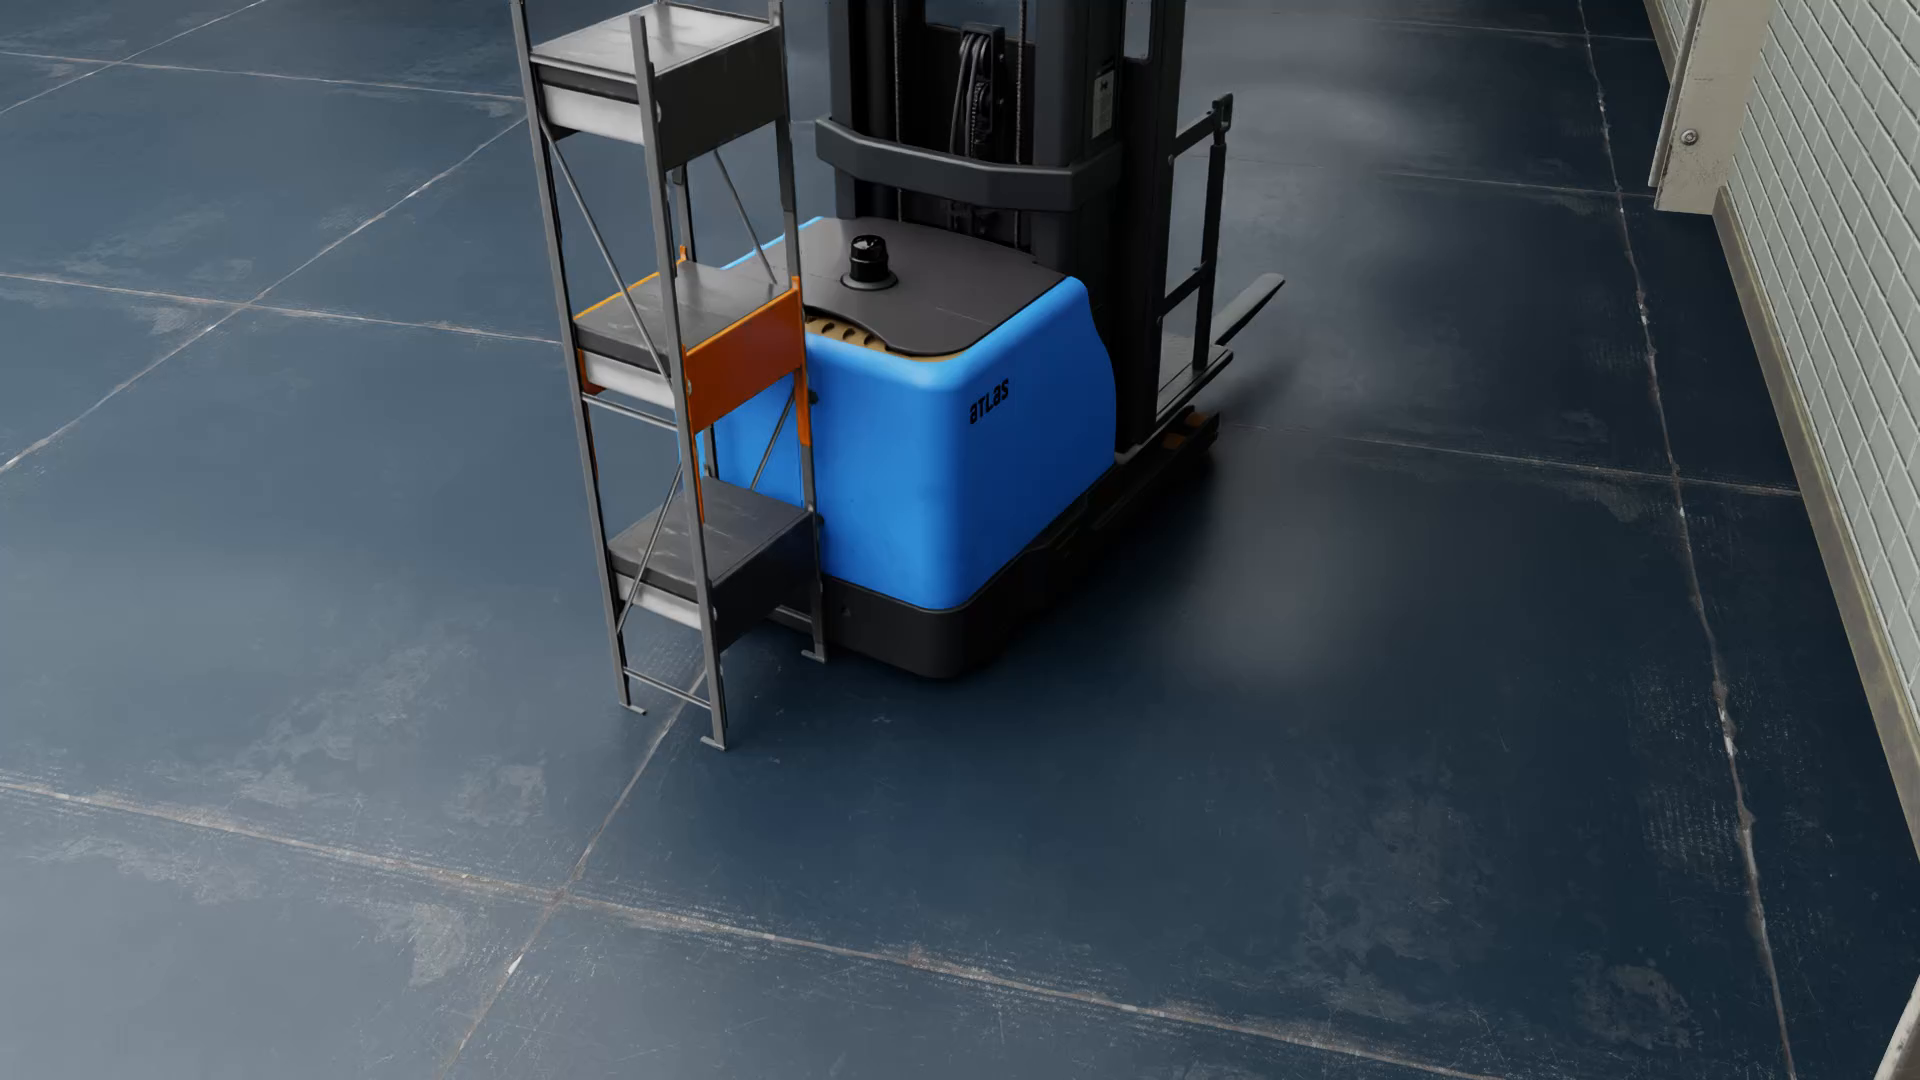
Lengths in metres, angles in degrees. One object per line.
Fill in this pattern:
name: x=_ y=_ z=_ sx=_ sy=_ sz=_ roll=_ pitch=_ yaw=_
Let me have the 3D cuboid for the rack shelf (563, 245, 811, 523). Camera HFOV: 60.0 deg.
rack shelf: x=-0.724 y=-0.430 z=4.487 sx=0.431 sy=0.518 sz=0.480 roll=19 pitch=38 yaw=27

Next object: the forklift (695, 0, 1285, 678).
forklift: x=0.316 y=-1.580 z=5.504 sx=1.130 sy=2.935 sz=3.031 roll=18 pitch=37 yaw=26

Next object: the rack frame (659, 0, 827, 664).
rack frame: x=-0.594 y=-0.556 z=4.651 sx=0.400 sy=2.100 sz=0.015 roll=19 pitch=38 yaw=27

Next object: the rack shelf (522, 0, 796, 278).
rack shelf: x=-0.731 y=-1.015 z=4.102 sx=0.431 sy=0.518 sz=0.480 roll=19 pitch=38 yaw=27

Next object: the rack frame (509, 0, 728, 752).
rack frame: x=-0.854 y=-0.327 z=4.307 sx=0.400 sy=2.100 sz=0.015 roll=19 pitch=38 yaw=27

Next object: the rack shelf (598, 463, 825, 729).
rack shelf: x=-0.717 y=0.155 z=4.871 sx=0.431 sy=0.518 sz=0.480 roll=19 pitch=38 yaw=27

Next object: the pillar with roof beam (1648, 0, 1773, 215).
pillar with roof beam: x=-0.471 y=-6.127 z=7.000 sx=9.100 sy=9.000 sz=0.400 roll=8 pitch=33 yaw=12

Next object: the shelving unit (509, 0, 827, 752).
shelving unit: x=-0.724 y=-0.442 z=4.479 sx=0.431 sy=2.100 sz=0.503 roll=19 pitch=38 yaw=27
